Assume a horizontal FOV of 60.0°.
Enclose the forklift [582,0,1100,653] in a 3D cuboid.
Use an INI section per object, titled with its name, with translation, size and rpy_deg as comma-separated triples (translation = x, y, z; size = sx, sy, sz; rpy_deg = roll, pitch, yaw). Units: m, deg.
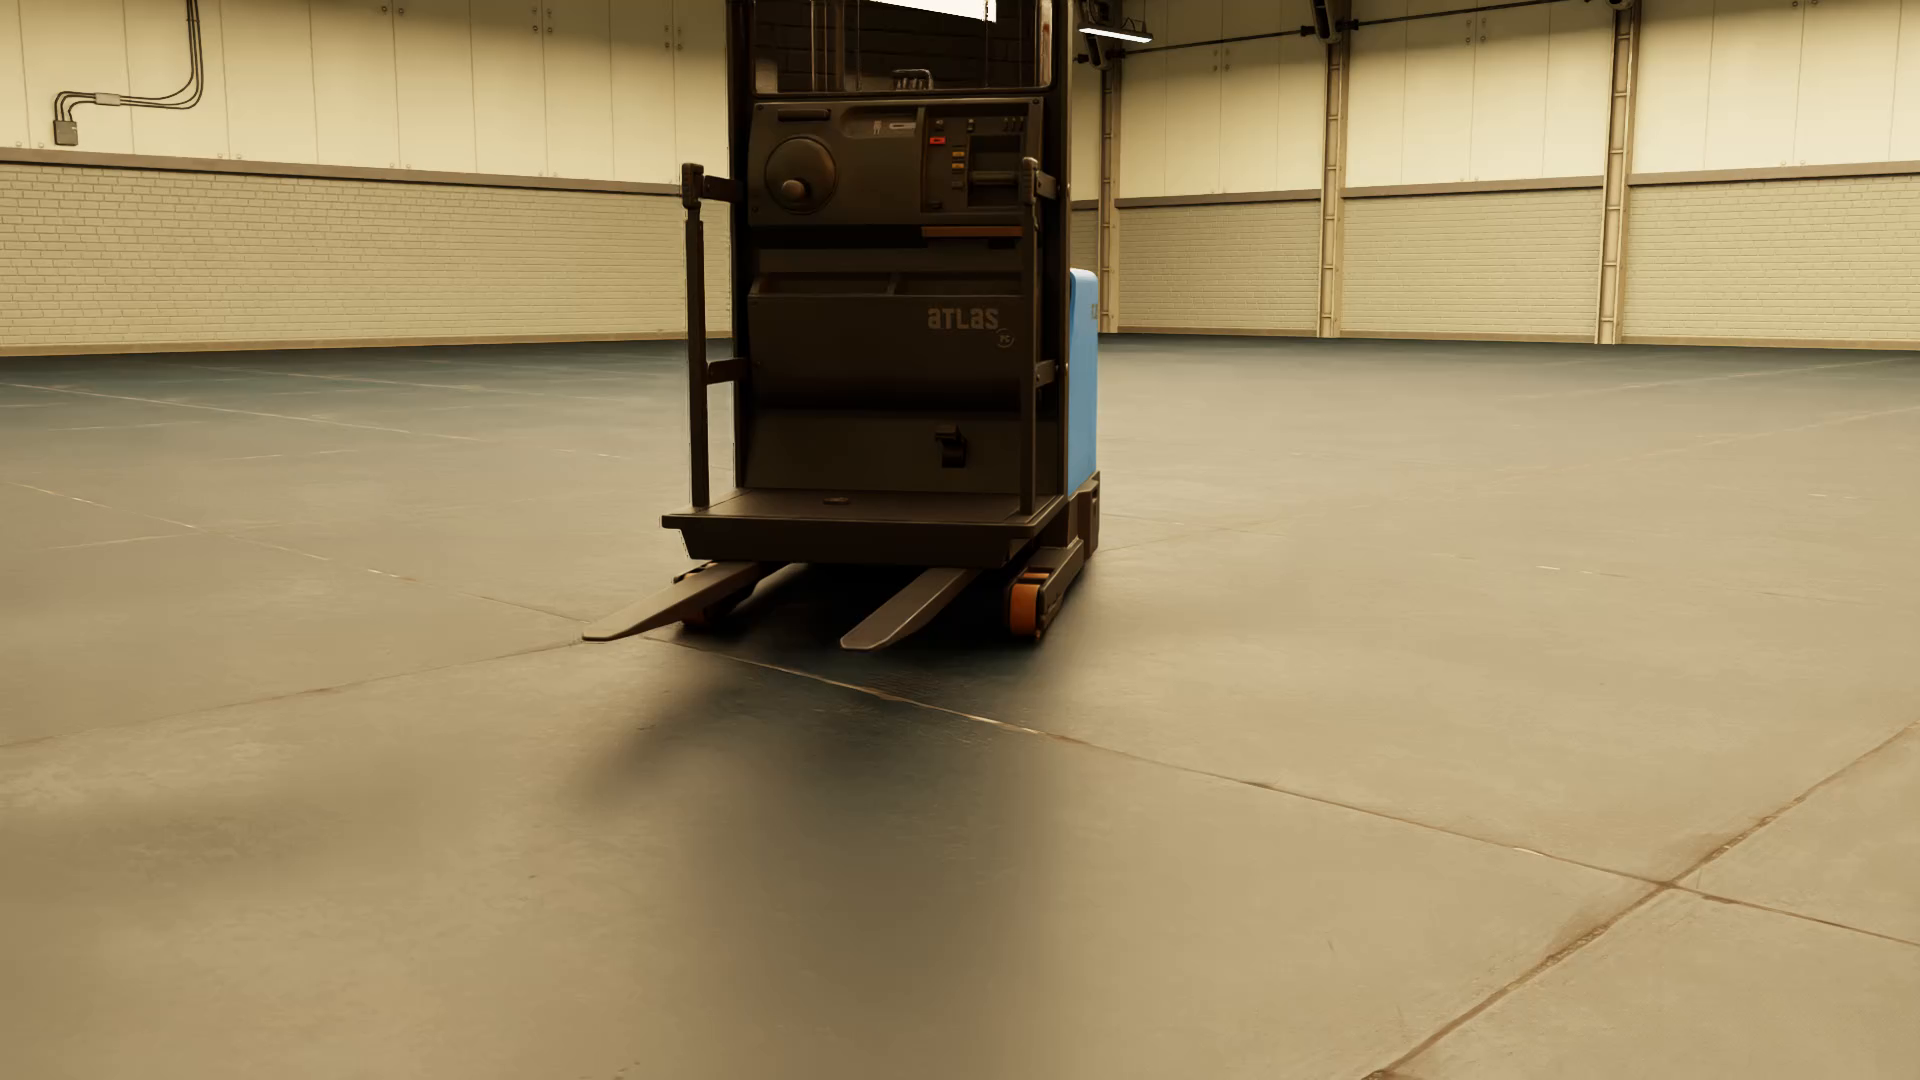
[forklift]
translation = -0.242, -1.220, 4.977
size = 1.130, 2.935, 3.031
rpy_deg = 2, 9, 11
